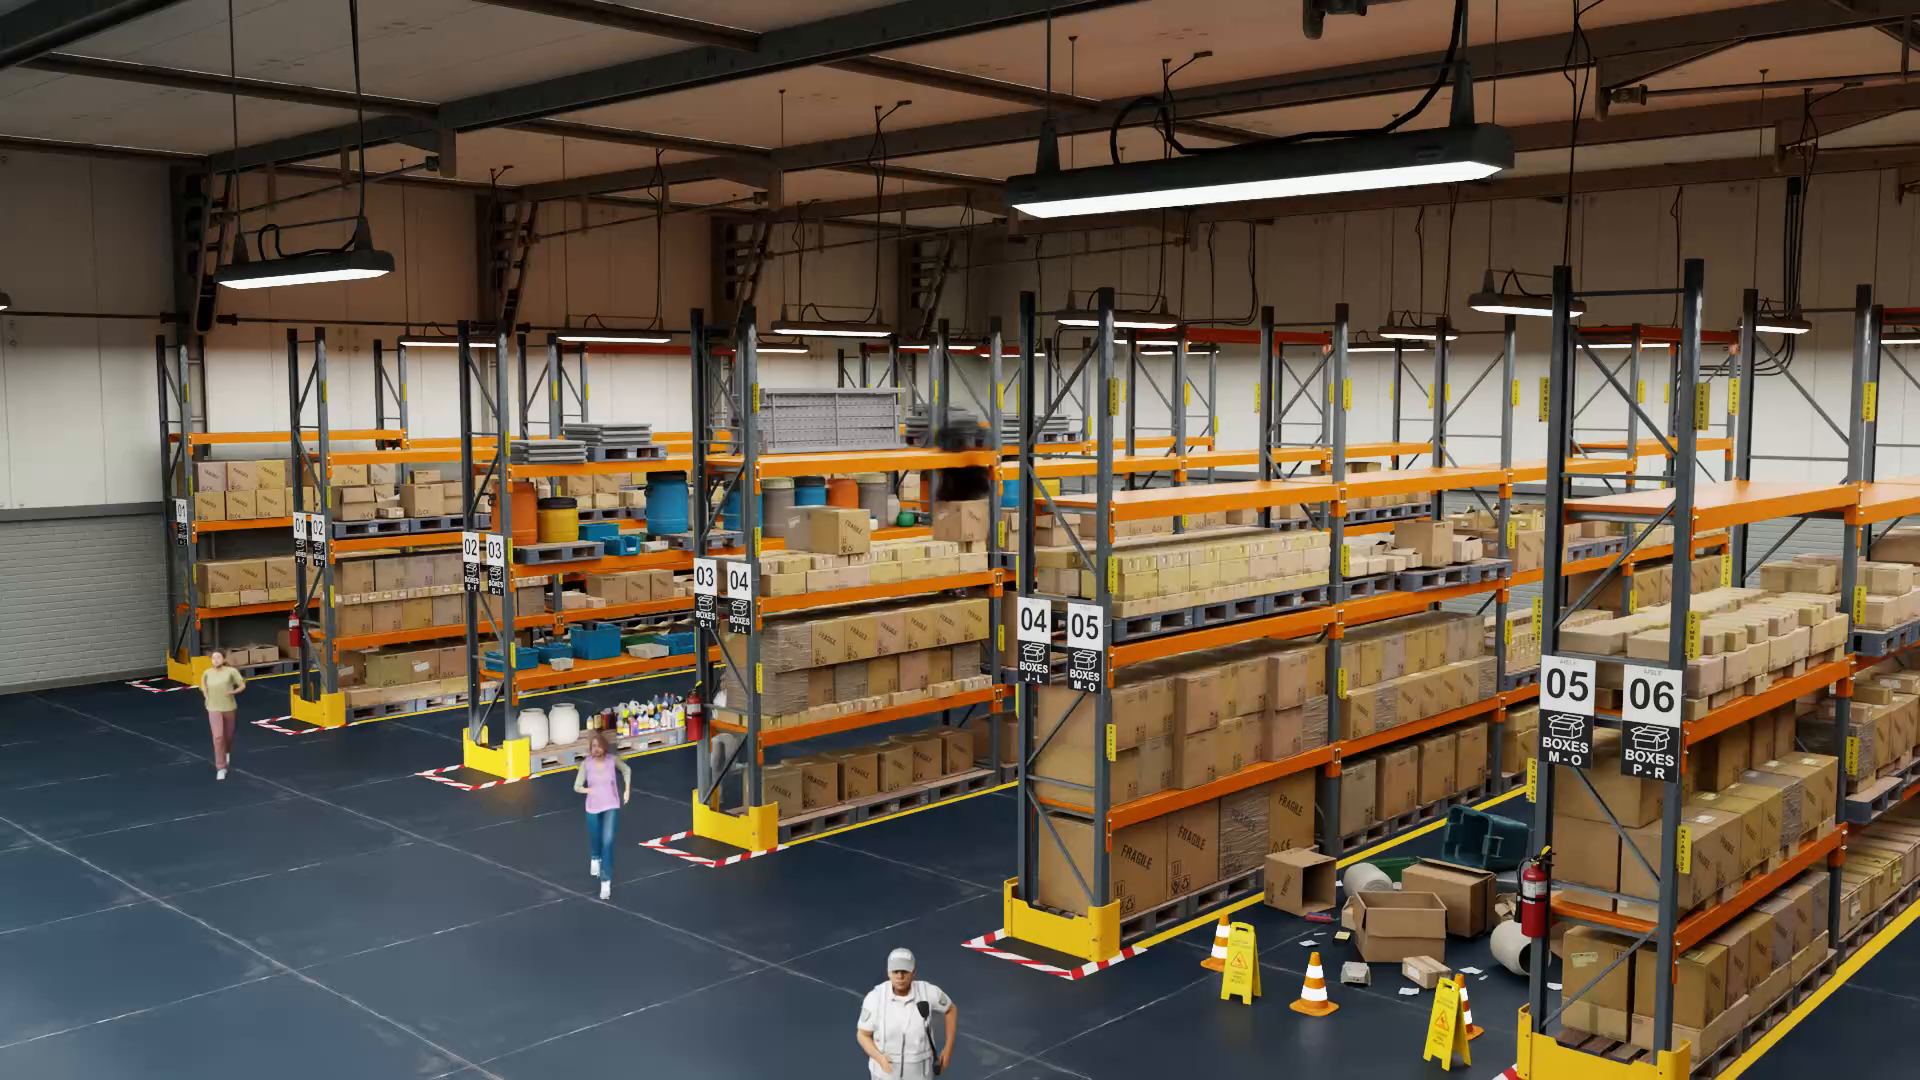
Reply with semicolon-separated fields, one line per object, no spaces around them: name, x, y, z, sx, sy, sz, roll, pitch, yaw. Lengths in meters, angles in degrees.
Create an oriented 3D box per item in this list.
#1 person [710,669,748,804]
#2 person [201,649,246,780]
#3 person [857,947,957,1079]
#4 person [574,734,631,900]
person;-2.862;2.411;20.512;0.625;1.660;0.753;4;7;38
person;-9.760;2.266;22.044;0.564;1.681;0.891;-2;6;-19
person;-0.336;3.378;10.427;0.624;1.674;0.651;0;5;1
person;-3.651;2.776;17.027;0.549;1.626;0.851;0;5;-5
